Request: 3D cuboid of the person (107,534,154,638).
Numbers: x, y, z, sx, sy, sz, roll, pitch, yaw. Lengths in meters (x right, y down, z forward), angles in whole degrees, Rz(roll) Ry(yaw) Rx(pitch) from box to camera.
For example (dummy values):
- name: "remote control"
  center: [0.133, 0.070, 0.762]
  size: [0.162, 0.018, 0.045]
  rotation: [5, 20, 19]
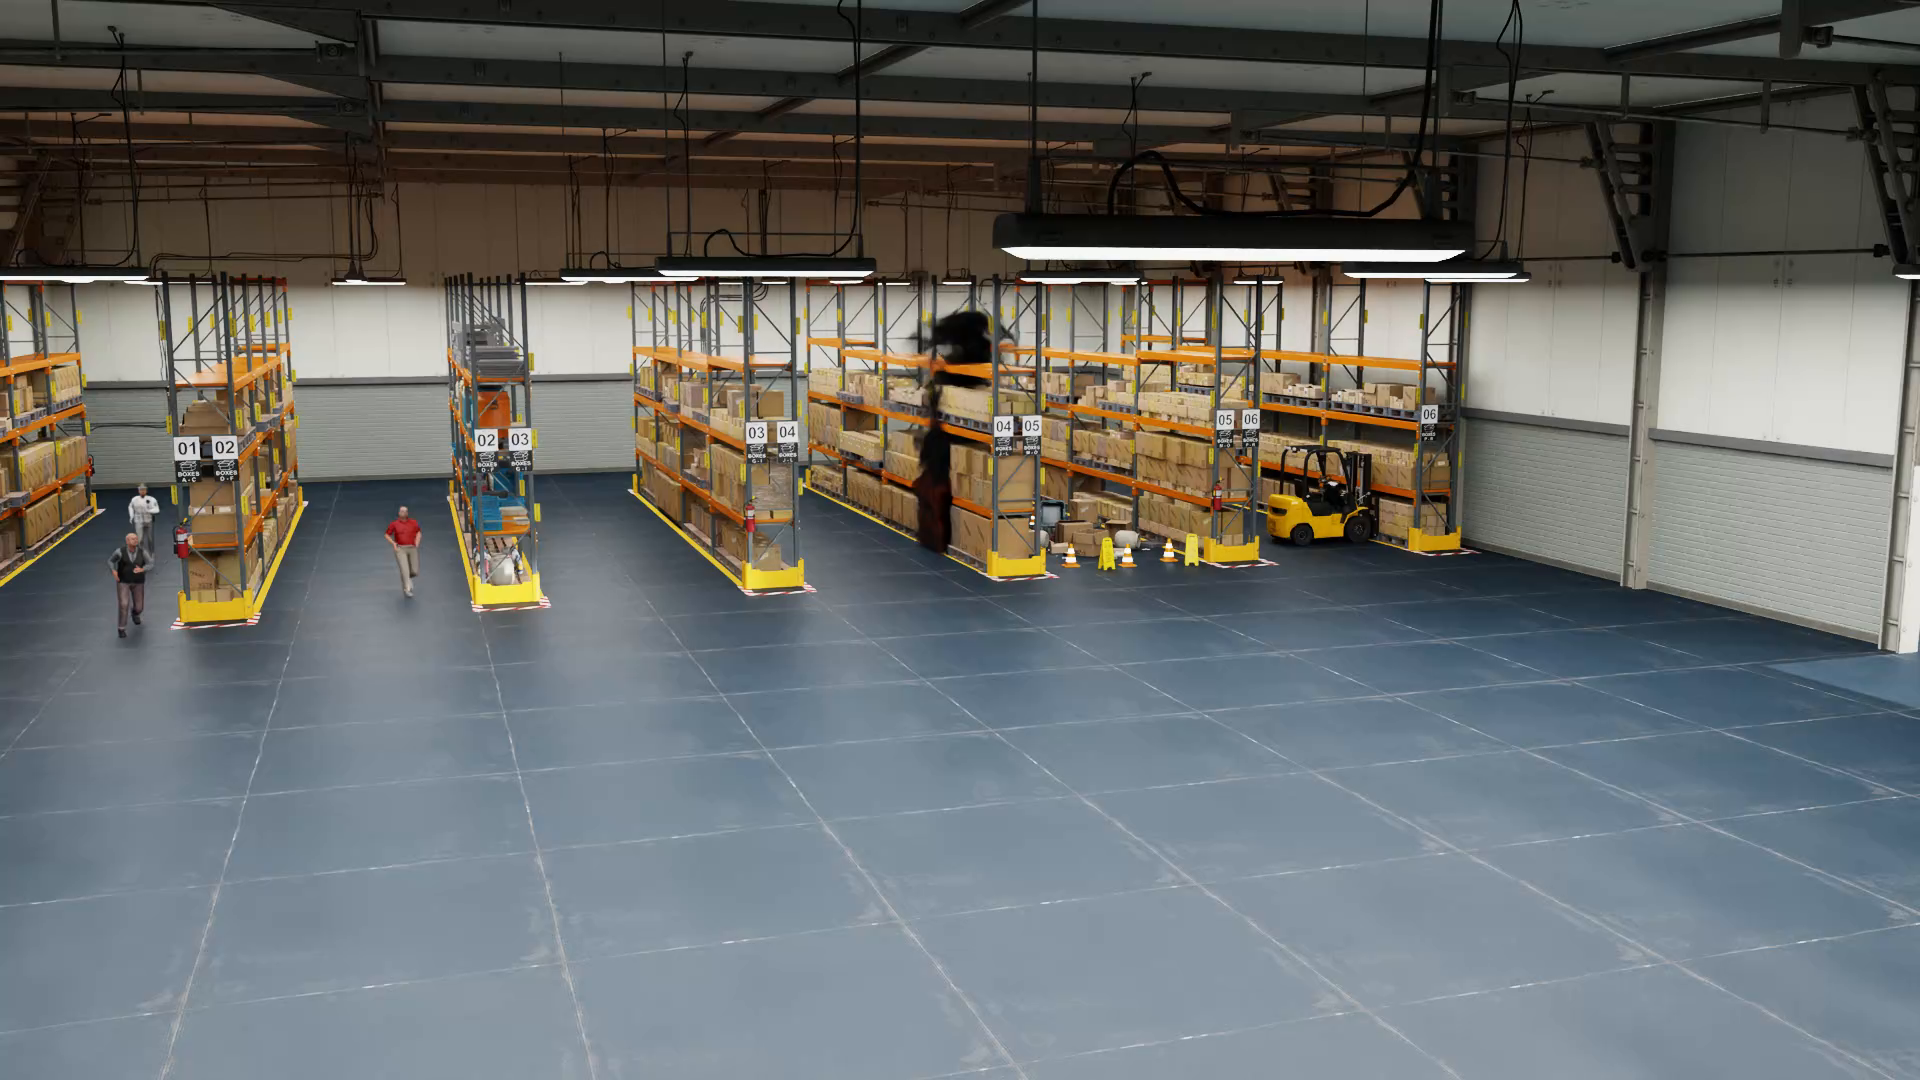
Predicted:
- name: "person"
  center: [-13.858, 0.732, 27.845]
  size: [0.685, 1.688, 0.834]
  rotation: [-6, 10, -35]

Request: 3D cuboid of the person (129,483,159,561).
- name: "person"
  center: [-16.945, -0.327, 34.567]
  size: [0.589, 1.736, 0.818]
  rotation: [-3, 9, -22]

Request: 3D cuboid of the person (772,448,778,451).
- name: "person"
  center: [-5.569, -2.432, 48.938]
  size: [0.527, 1.604, 0.677]
  rotation: [-6, 10, -34]

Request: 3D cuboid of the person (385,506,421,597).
- name: "person"
  center: [-10.420, 0.198, 31.203]
  size: [0.666, 1.676, 0.674]
  rotation: [-6, 10, -33]
